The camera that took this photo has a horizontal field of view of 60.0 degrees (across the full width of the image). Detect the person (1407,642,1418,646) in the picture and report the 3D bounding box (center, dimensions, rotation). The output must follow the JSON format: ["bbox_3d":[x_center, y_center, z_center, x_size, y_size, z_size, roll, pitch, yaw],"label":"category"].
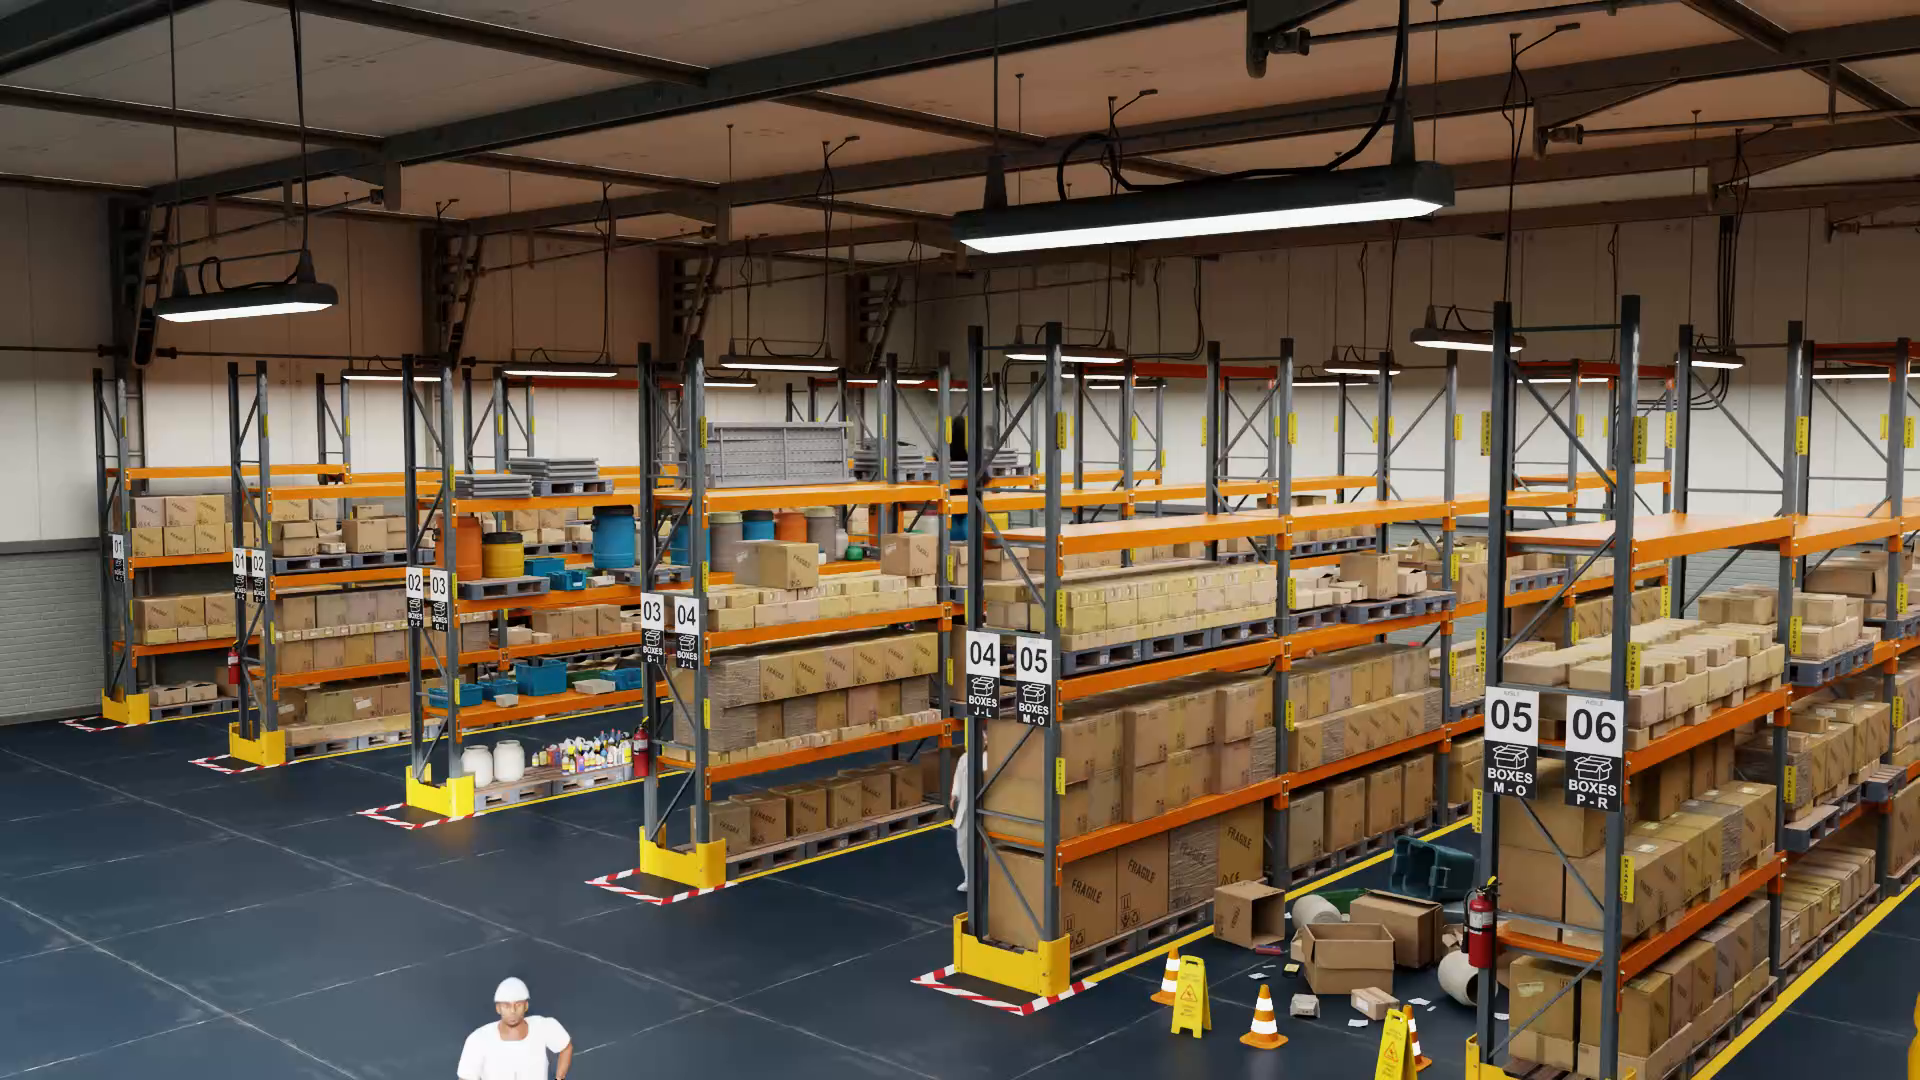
[{"bbox_3d":[6.832,2.428,24.980,0.629,1.815,0.916,4,6,45],"label":"person"}]

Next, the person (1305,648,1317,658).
[{"bbox_3d":[5.399,2.473,25.594,0.589,1.672,0.687,3,5,40],"label":"person"}]

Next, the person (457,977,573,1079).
[{"bbox_3d":[-2.681,3.549,10.048,0.673,1.812,0.706,-1,4,-13],"label":"person"}]

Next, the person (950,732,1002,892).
[{"bbox_3d":[0.225,2.949,18.273,0.752,1.733,0.774,3,5,34],"label":"person"}]
